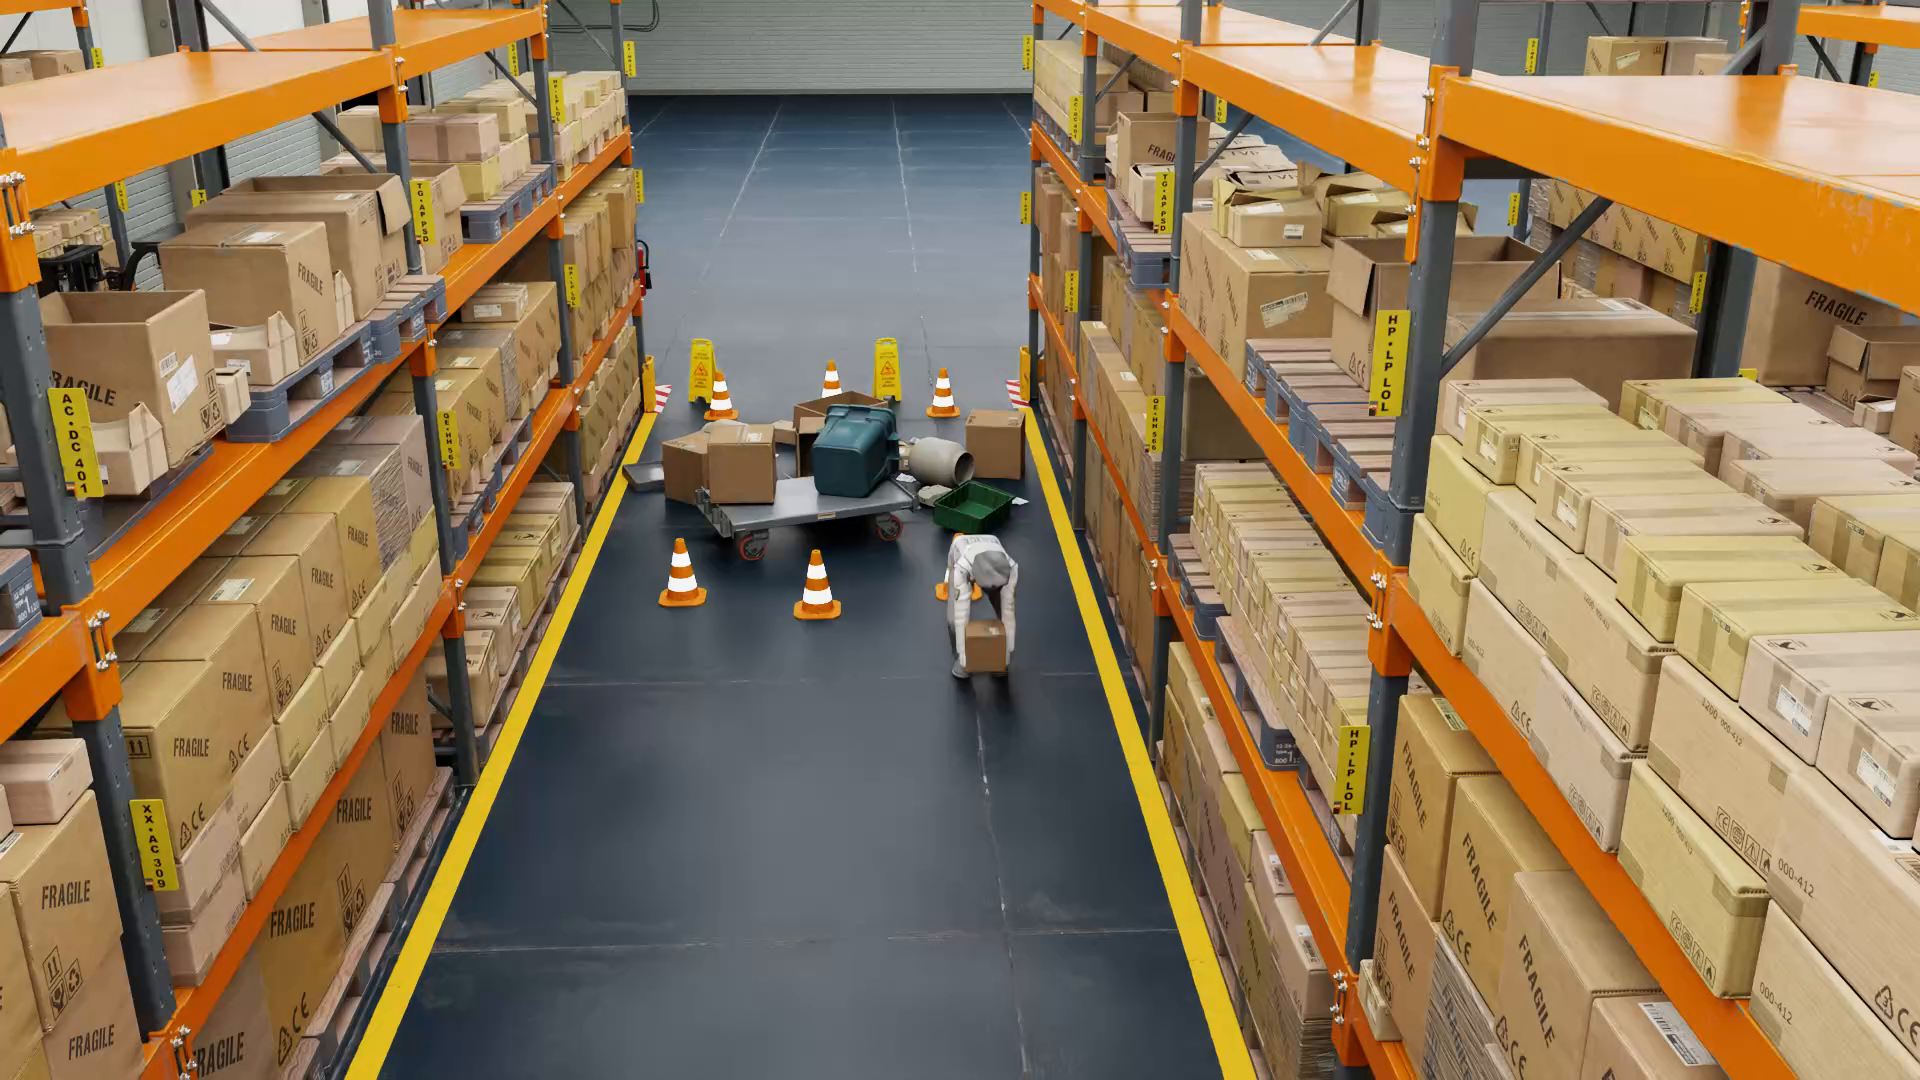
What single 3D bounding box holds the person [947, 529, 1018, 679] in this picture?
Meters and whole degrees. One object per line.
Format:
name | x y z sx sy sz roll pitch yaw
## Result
person | 0.149 0.417 10.737 0.445 1.125 0.917 -2 21 -6
